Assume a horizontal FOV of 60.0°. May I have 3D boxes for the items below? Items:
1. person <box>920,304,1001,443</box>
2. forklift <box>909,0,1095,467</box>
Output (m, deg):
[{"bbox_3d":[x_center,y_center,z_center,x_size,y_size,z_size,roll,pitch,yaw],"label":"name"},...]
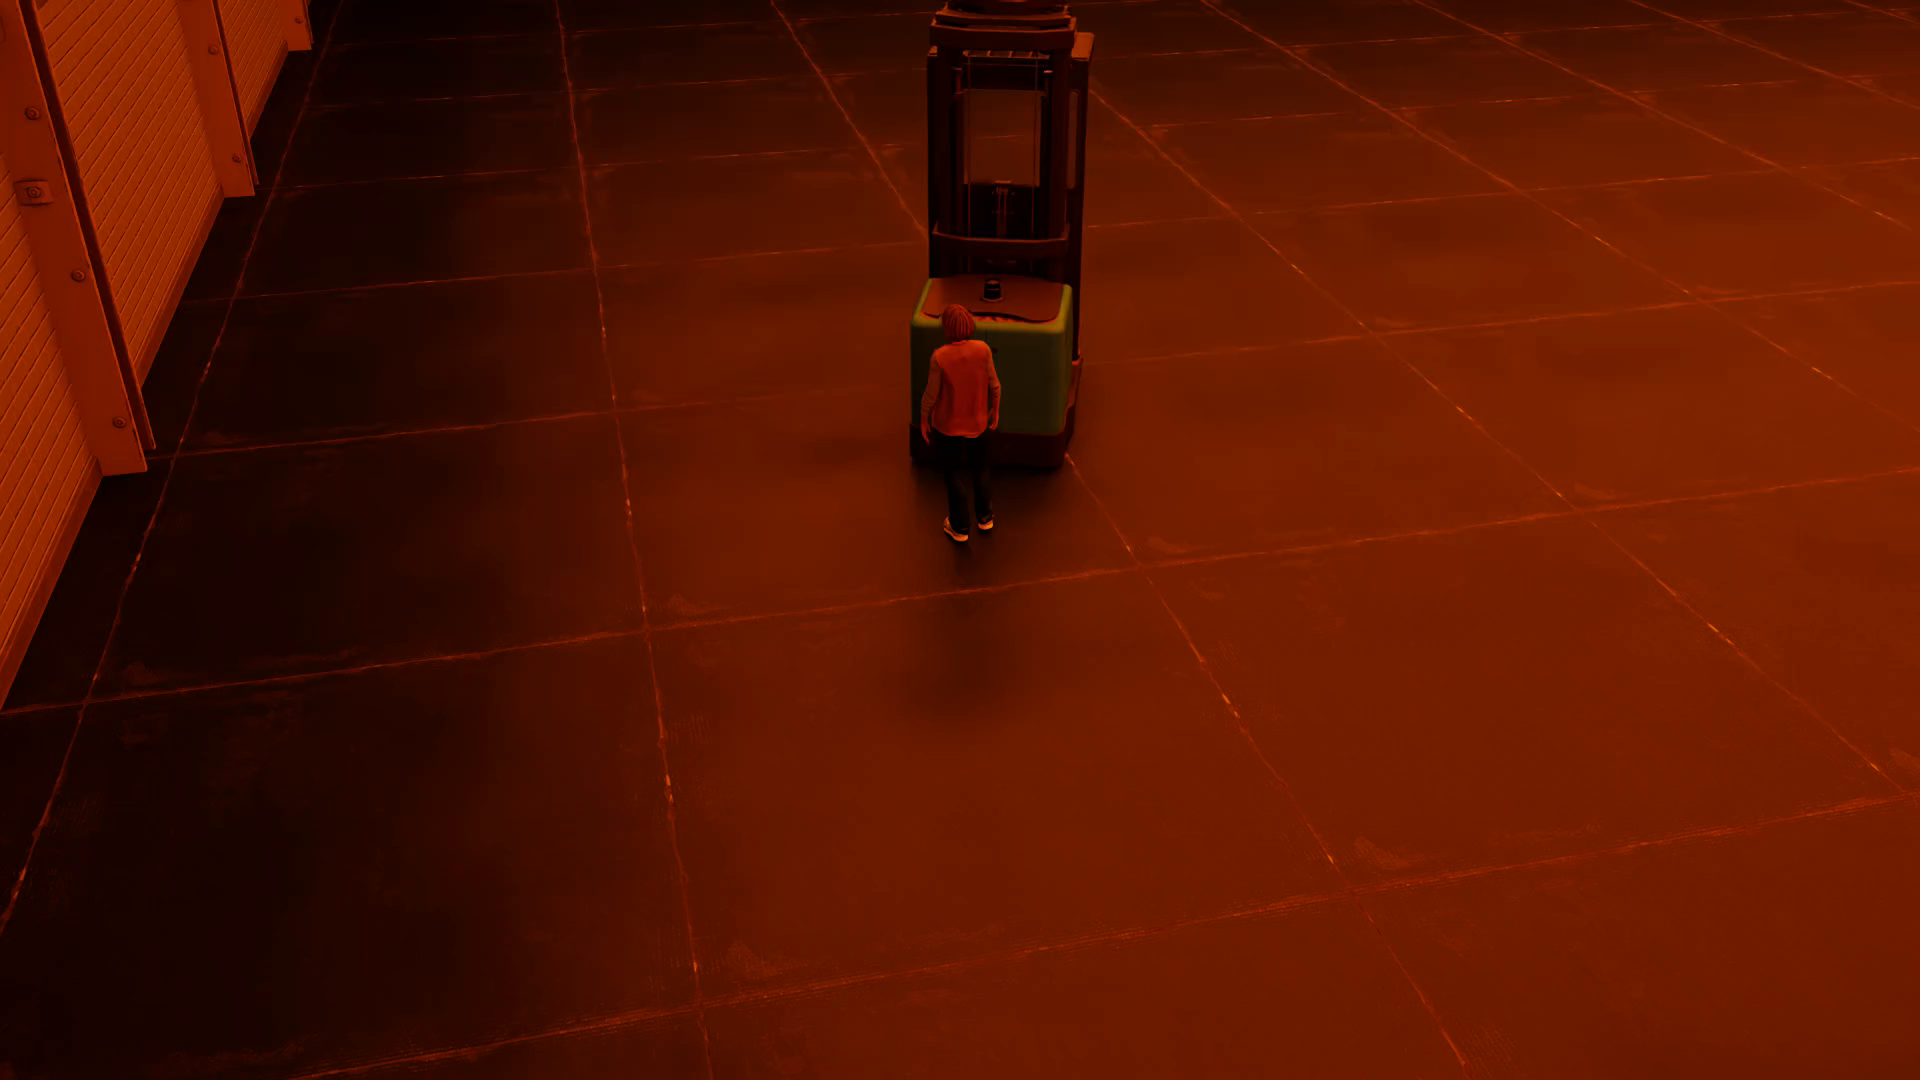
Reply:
[{"bbox_3d":[0.010,-0.978,9.907,0.502,0.921,0.256,-7,31,-12],"label":"person"},{"bbox_3d":[0.352,-2.478,11.854,1.130,2.935,3.031,4,30,6],"label":"forklift"}]
